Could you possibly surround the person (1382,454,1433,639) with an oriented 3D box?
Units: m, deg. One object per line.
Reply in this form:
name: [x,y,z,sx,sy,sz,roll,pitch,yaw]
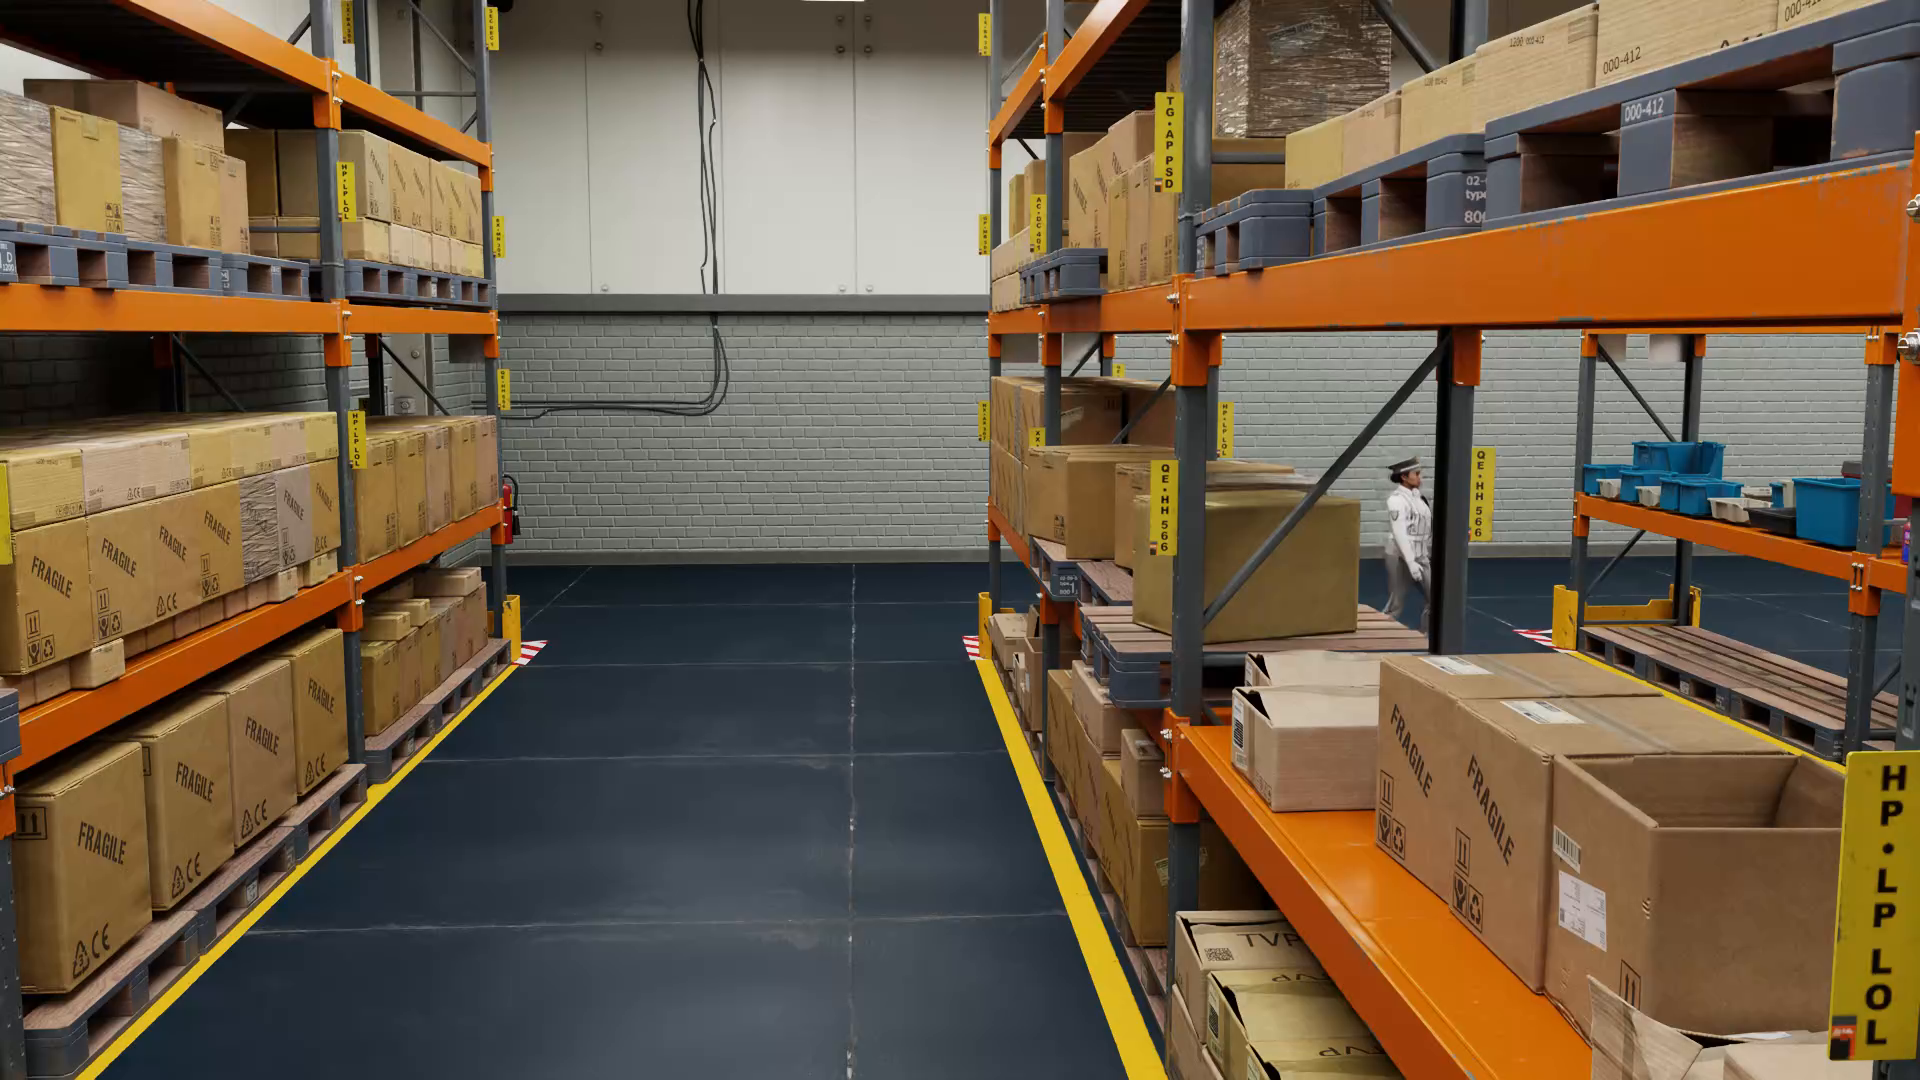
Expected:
person: [3.565,0.192,13.147,0.561,1.743,0.500,6,9,42]
